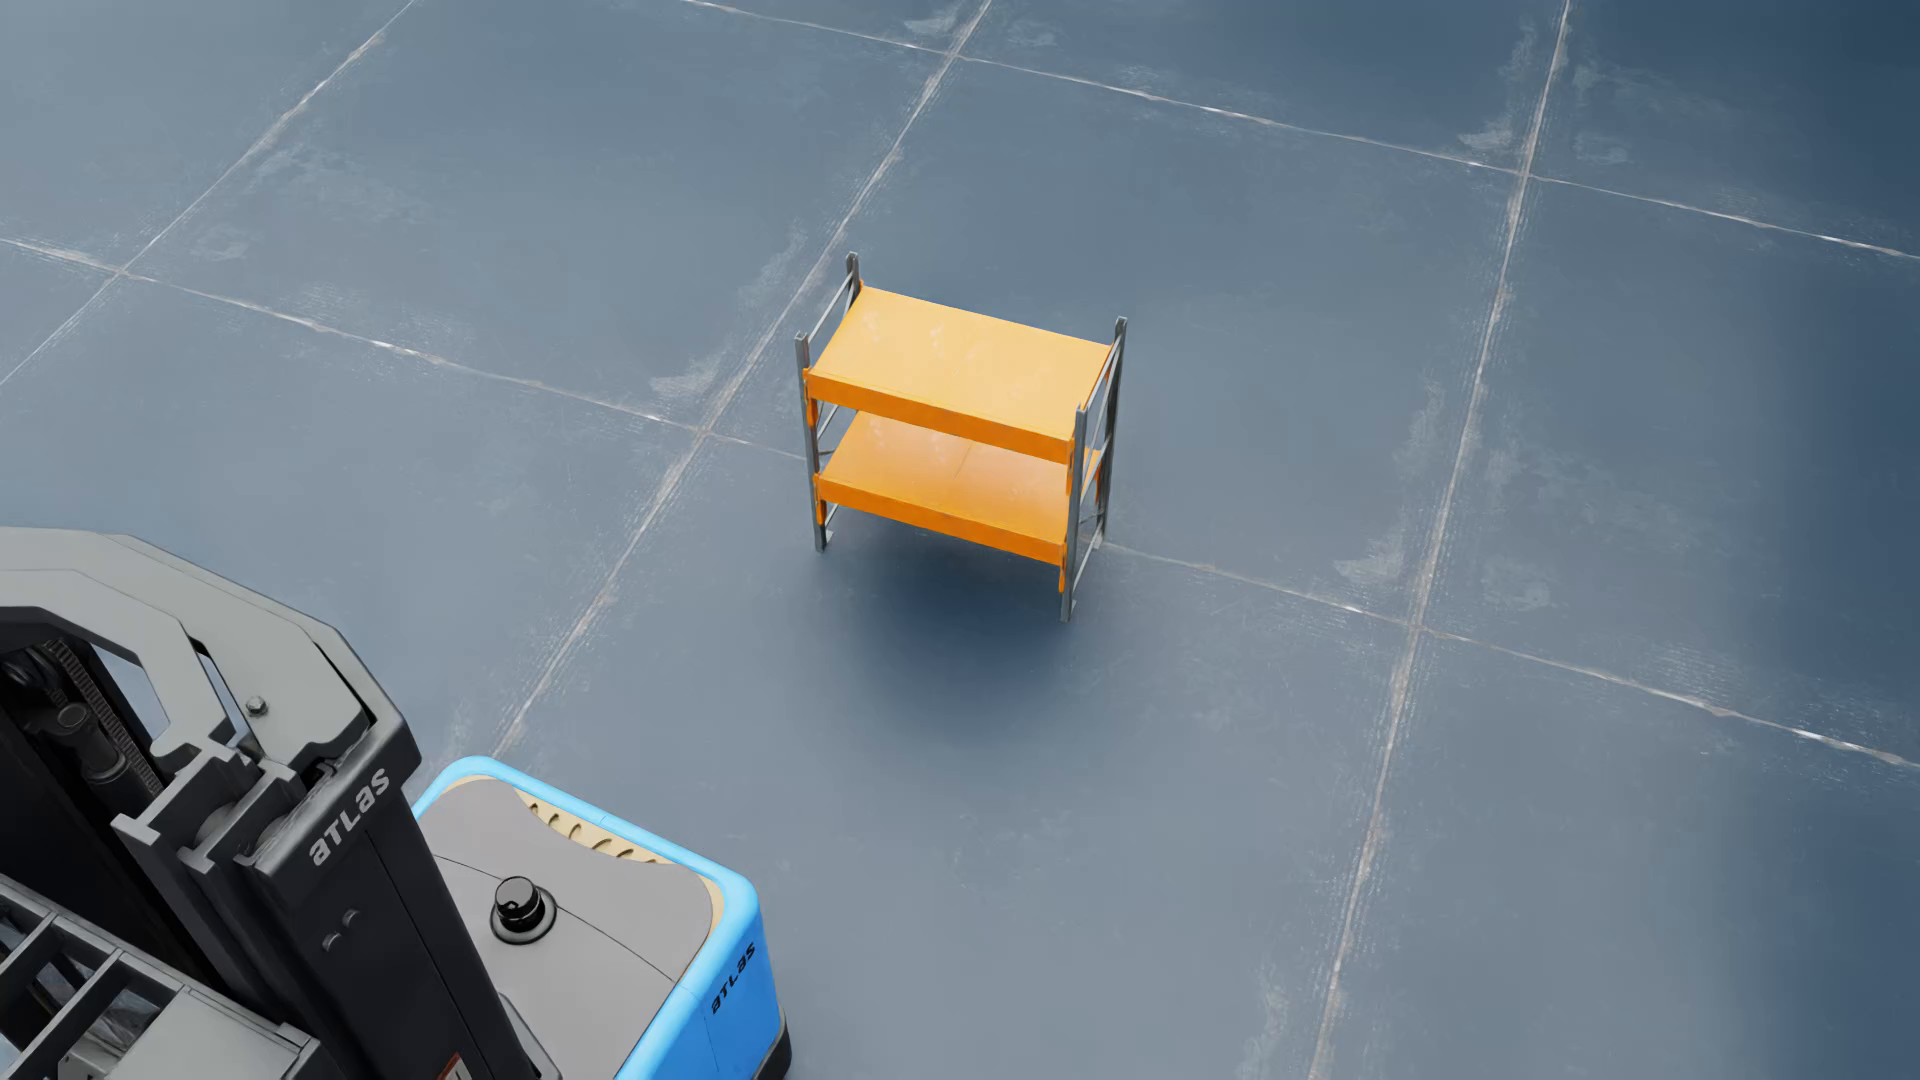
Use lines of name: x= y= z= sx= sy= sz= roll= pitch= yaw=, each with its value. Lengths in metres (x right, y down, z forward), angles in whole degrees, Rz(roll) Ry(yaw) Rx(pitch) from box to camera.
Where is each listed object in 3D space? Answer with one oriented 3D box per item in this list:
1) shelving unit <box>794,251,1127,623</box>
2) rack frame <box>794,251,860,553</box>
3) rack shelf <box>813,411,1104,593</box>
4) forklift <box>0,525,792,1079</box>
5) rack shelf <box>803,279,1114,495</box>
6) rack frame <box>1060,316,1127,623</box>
shelving unit: x=0.006 y=-0.367 z=6.190 sx=1.048 sy=1.125 sz=0.538 roll=16 pitch=51 yaw=13
rack frame: x=-0.471 y=-0.500 z=6.305 sx=0.032 sy=1.125 sz=0.500 roll=16 pitch=51 yaw=13
rack shelf: x=0.006 y=-0.206 z=6.375 sx=1.000 sy=0.278 sz=0.538 roll=16 pitch=51 yaw=13
forklift: x=-1.633 y=1.490 z=3.385 sx=1.130 sy=2.935 sz=3.031 roll=21 pitch=52 yaw=17
rack shelf: x=0.006 y=-0.558 z=5.969 sx=1.000 sy=0.278 sz=0.538 roll=16 pitch=51 yaw=13
rack frame: x=0.483 y=-0.234 z=6.075 sx=0.032 sy=1.125 sz=0.500 roll=16 pitch=51 yaw=13
